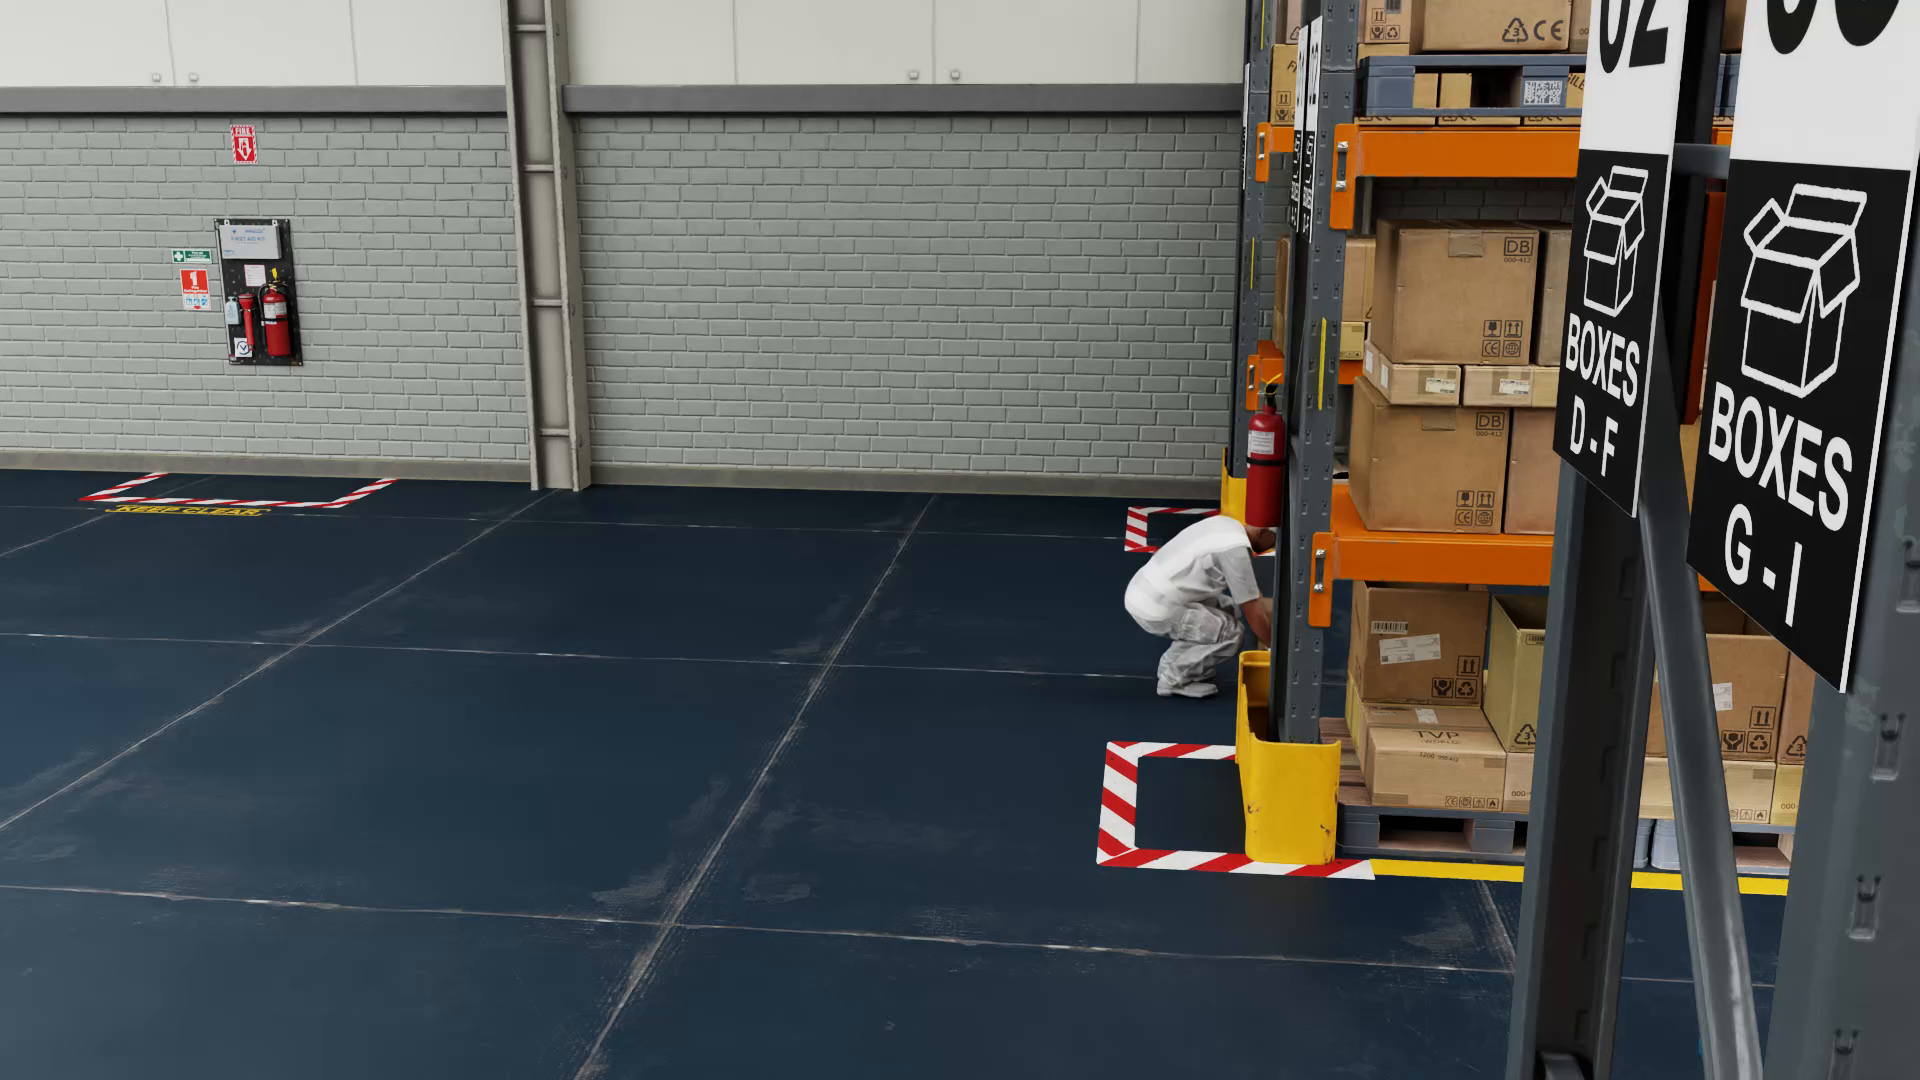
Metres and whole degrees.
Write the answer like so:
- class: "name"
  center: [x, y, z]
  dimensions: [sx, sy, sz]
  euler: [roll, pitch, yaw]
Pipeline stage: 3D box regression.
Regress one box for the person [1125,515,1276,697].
- class: "person"
  center: [1.298, 0.278, 8.495]
  dimensions: [0.907, 0.992, 0.578]
  euler: [2, 14, 6]
